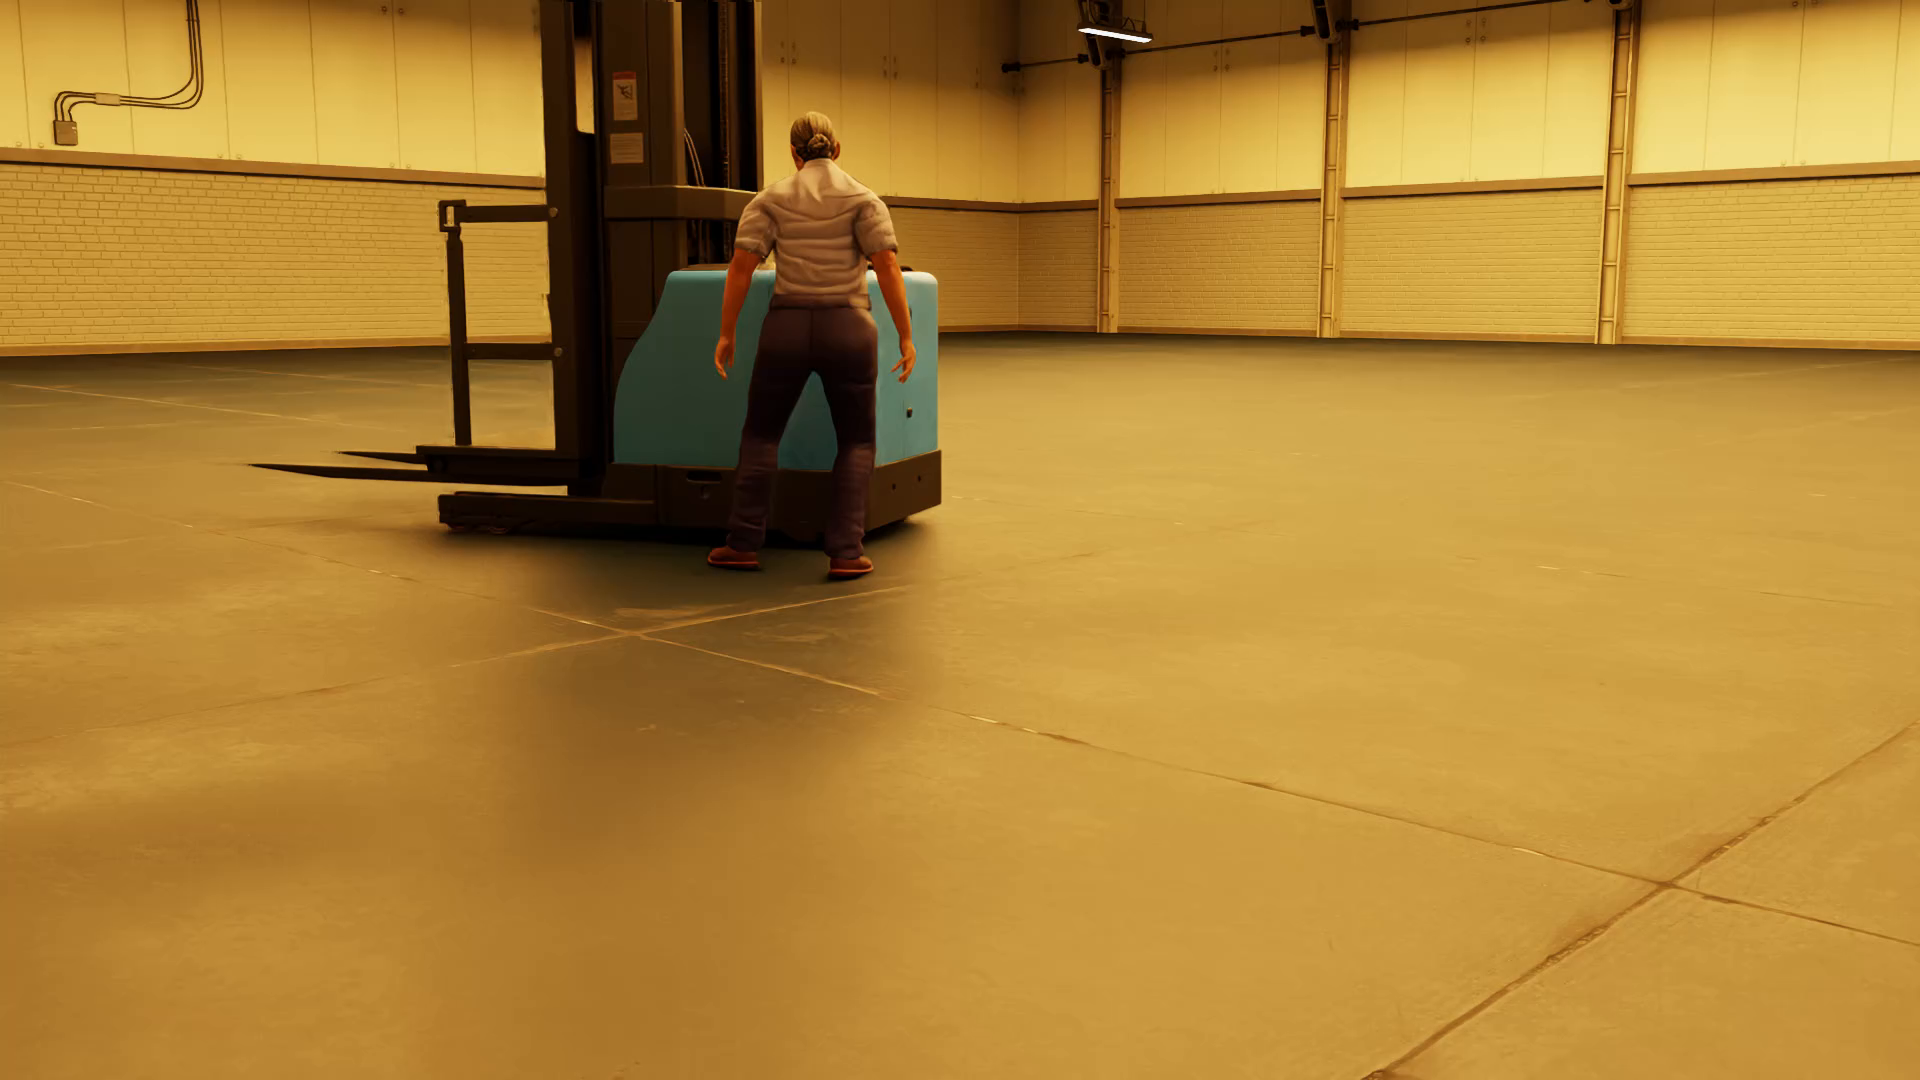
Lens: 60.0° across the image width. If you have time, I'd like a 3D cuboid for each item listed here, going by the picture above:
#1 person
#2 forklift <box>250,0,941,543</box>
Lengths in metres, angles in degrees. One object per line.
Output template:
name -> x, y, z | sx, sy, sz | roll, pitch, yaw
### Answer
person -> -0.543, -0.684, 5.855 | 0.805, 1.624, 0.374 | 1, 9, 7
forklift -> -1.656, -1.544, 7.130 | 3.031, 2.935, 1.130 | 3, 9, 18
